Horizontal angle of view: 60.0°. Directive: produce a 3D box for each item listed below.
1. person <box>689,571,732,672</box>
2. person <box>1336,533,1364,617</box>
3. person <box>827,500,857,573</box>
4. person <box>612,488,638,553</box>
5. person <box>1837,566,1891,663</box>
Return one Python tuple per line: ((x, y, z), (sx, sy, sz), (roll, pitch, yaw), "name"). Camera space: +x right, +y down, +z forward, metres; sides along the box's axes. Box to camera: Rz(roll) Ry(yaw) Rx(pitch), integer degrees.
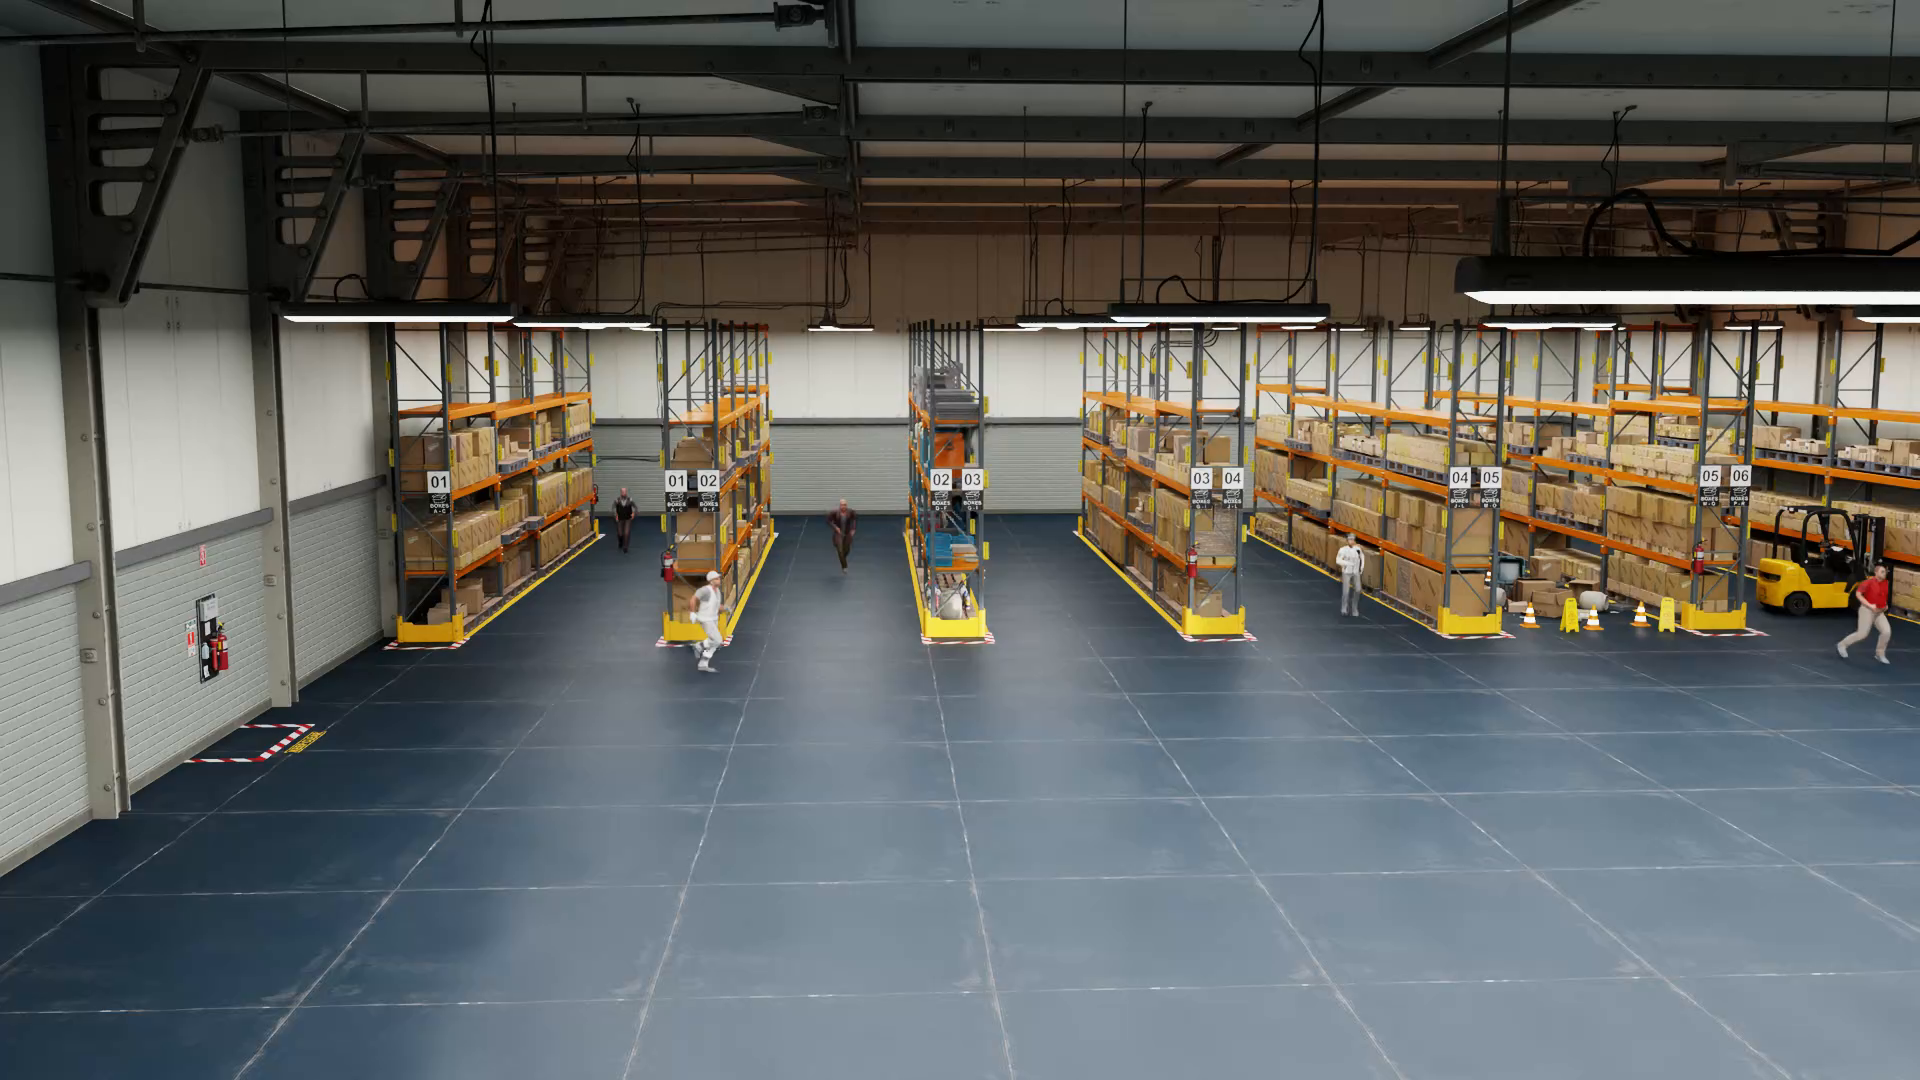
((-4.202, 1.388, 28.269), (0.614, 1.728, 0.709), (3, 8, 20), "person")
((7.956, 0.713, 33.855), (0.640, 1.730, 0.698), (0, 7, -3), "person")
((-2.707, -0.102, 38.202), (0.704, 1.700, 0.798), (-1, 7, -8), "person")
((-8.858, -0.534, 43.960), (0.682, 1.697, 0.605), (-1, 7, -9), "person")
((16.050, 1.297, 29.338), (0.728, 1.741, 0.822), (-4, 8, -31), "person")
